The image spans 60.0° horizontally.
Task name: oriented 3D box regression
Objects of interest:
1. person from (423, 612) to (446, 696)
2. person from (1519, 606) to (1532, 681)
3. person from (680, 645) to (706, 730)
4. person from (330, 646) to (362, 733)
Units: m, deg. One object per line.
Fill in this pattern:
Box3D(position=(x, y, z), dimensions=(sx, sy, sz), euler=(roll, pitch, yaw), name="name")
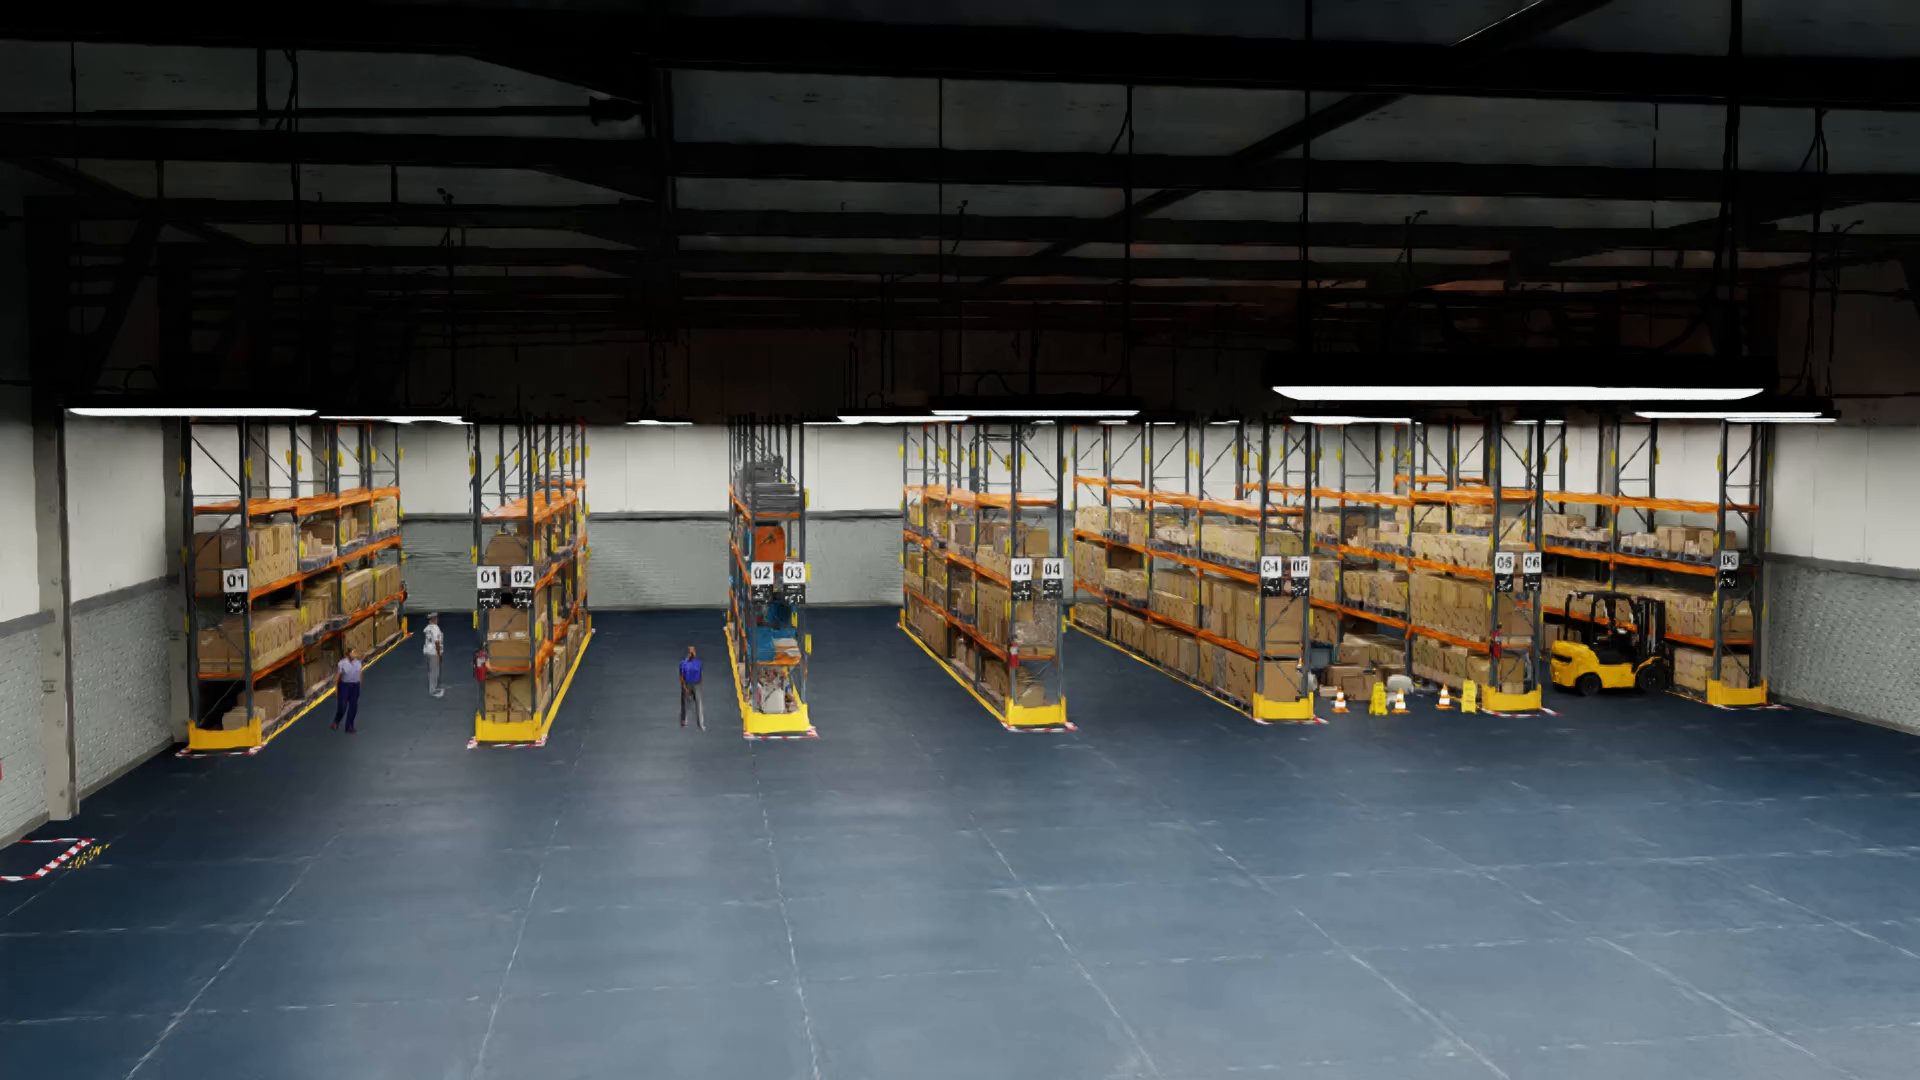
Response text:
Box3D(position=(-11.167, 2.425, 35.413), dimensions=(0.476, 1.759, 0.593), euler=(-3, 5, -39), name="person")
Box3D(position=(12.681, 2.326, 37.494), dimensions=(0.459, 1.677, 0.524), euler=(1, 4, 20), name="person")
Box3D(position=(-5.084, 2.782, 31.444), dimensions=(0.443, 1.573, 0.996), euler=(-1, 4, -17), name="person")
Box3D(position=(-11.495, 2.801, 31.144), dimensions=(0.518, 1.619, 0.556), euler=(4, 5, 43), name="person")
